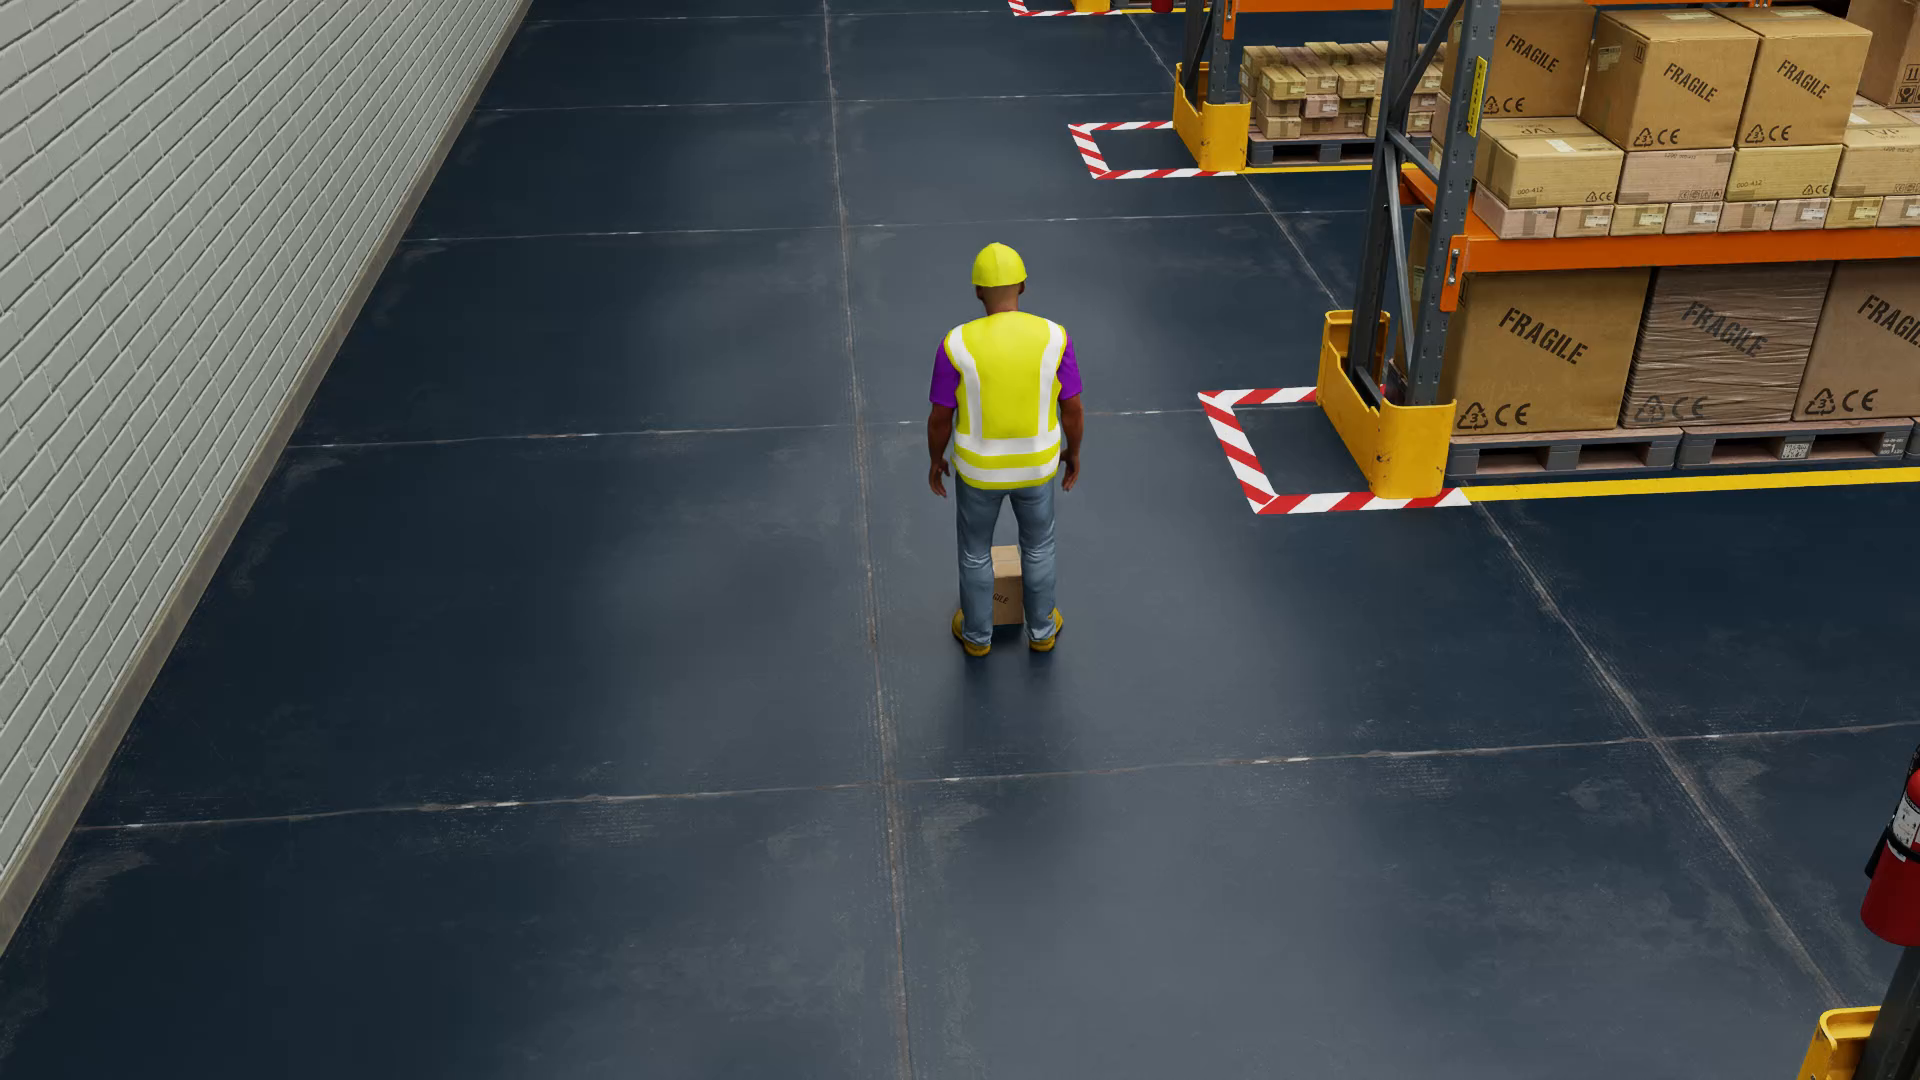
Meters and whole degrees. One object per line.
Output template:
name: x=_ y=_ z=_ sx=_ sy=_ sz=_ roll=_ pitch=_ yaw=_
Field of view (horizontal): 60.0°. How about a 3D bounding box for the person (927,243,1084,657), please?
person: x=0.178 y=-0.328 z=6.663 sx=0.625 sy=1.760 sz=0.459 roll=-3 pitch=31 yaw=-6
